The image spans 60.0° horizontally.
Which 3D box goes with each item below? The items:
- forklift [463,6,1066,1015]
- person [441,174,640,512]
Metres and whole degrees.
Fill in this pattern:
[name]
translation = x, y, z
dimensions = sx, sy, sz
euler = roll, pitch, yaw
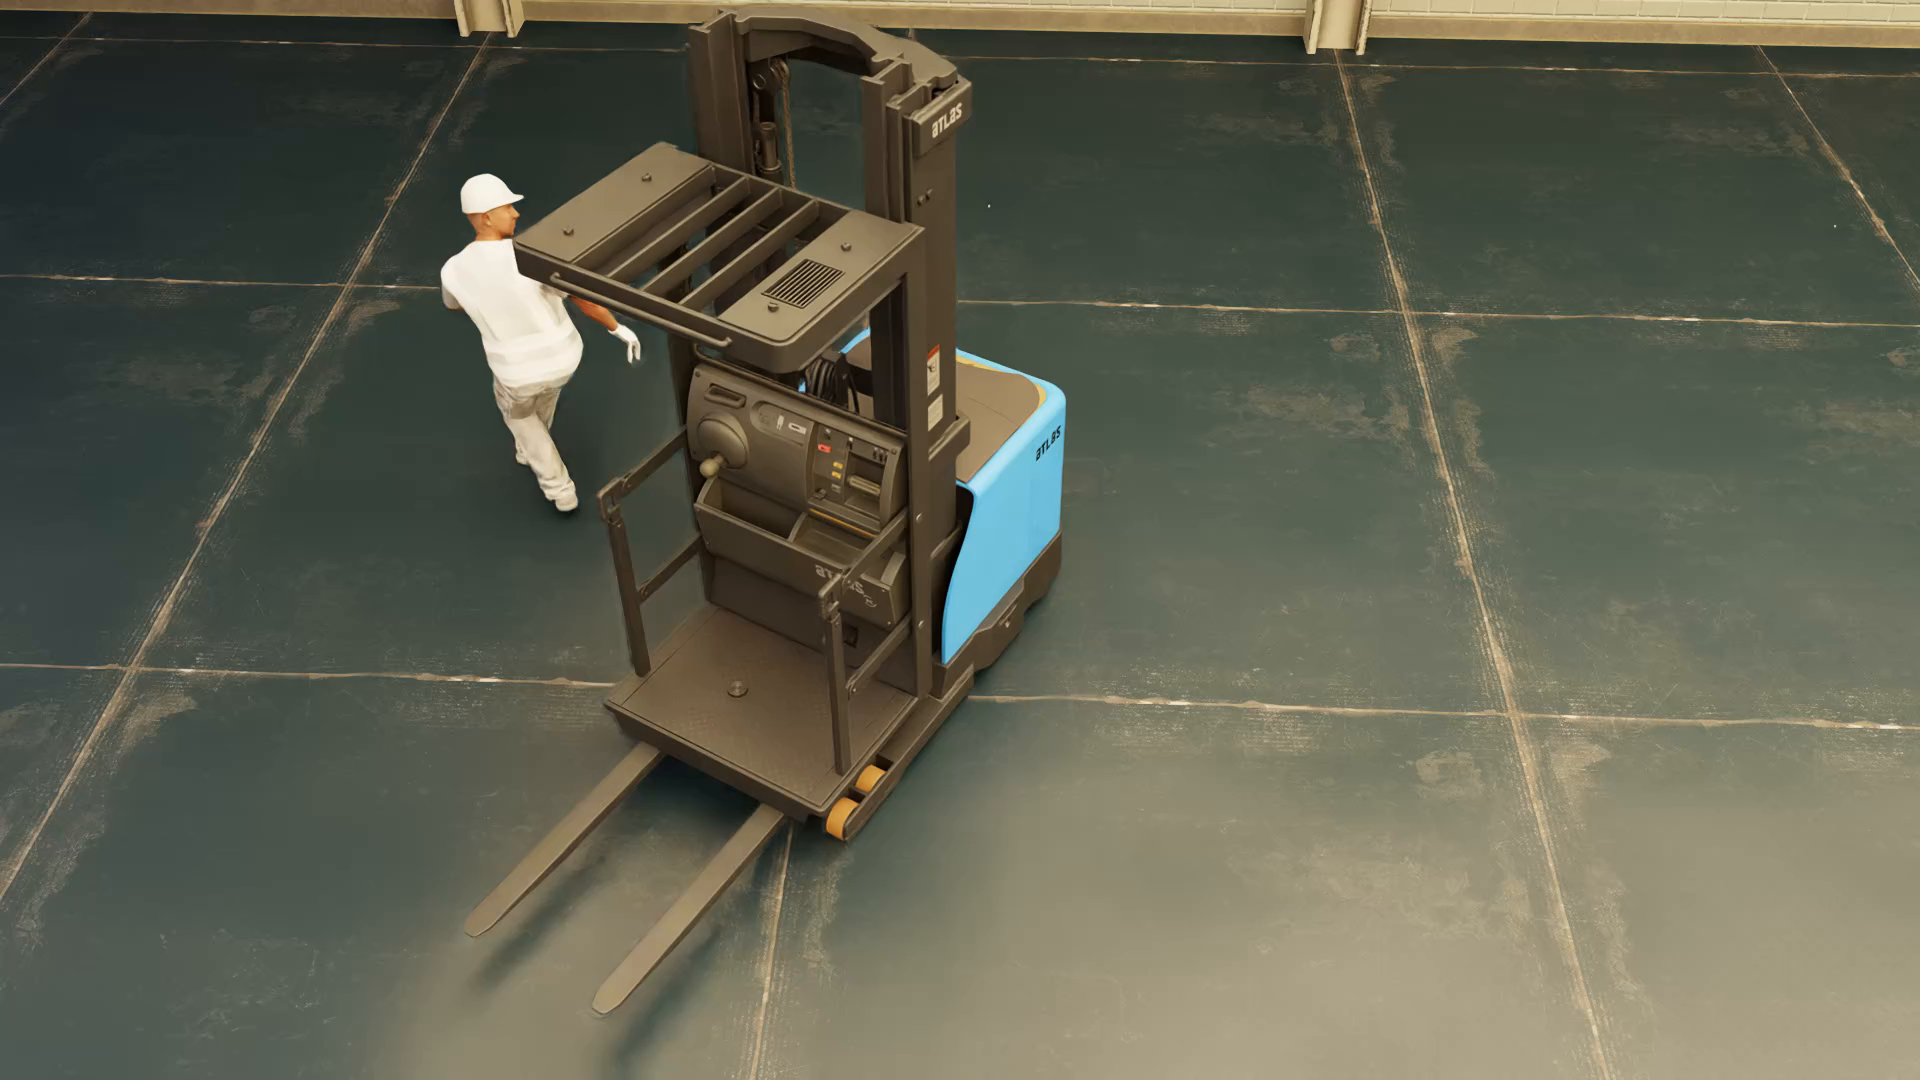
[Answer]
[forklift]
translation = -13.343, -0.541, 6.335
dimensions = 23.089, 2.935, 15.463
euler = 22, 47, 23
[person]
translation = -1.948, -0.974, 7.787
dimensions = 0.841, 1.646, 0.841
euler = -10, 43, -11
